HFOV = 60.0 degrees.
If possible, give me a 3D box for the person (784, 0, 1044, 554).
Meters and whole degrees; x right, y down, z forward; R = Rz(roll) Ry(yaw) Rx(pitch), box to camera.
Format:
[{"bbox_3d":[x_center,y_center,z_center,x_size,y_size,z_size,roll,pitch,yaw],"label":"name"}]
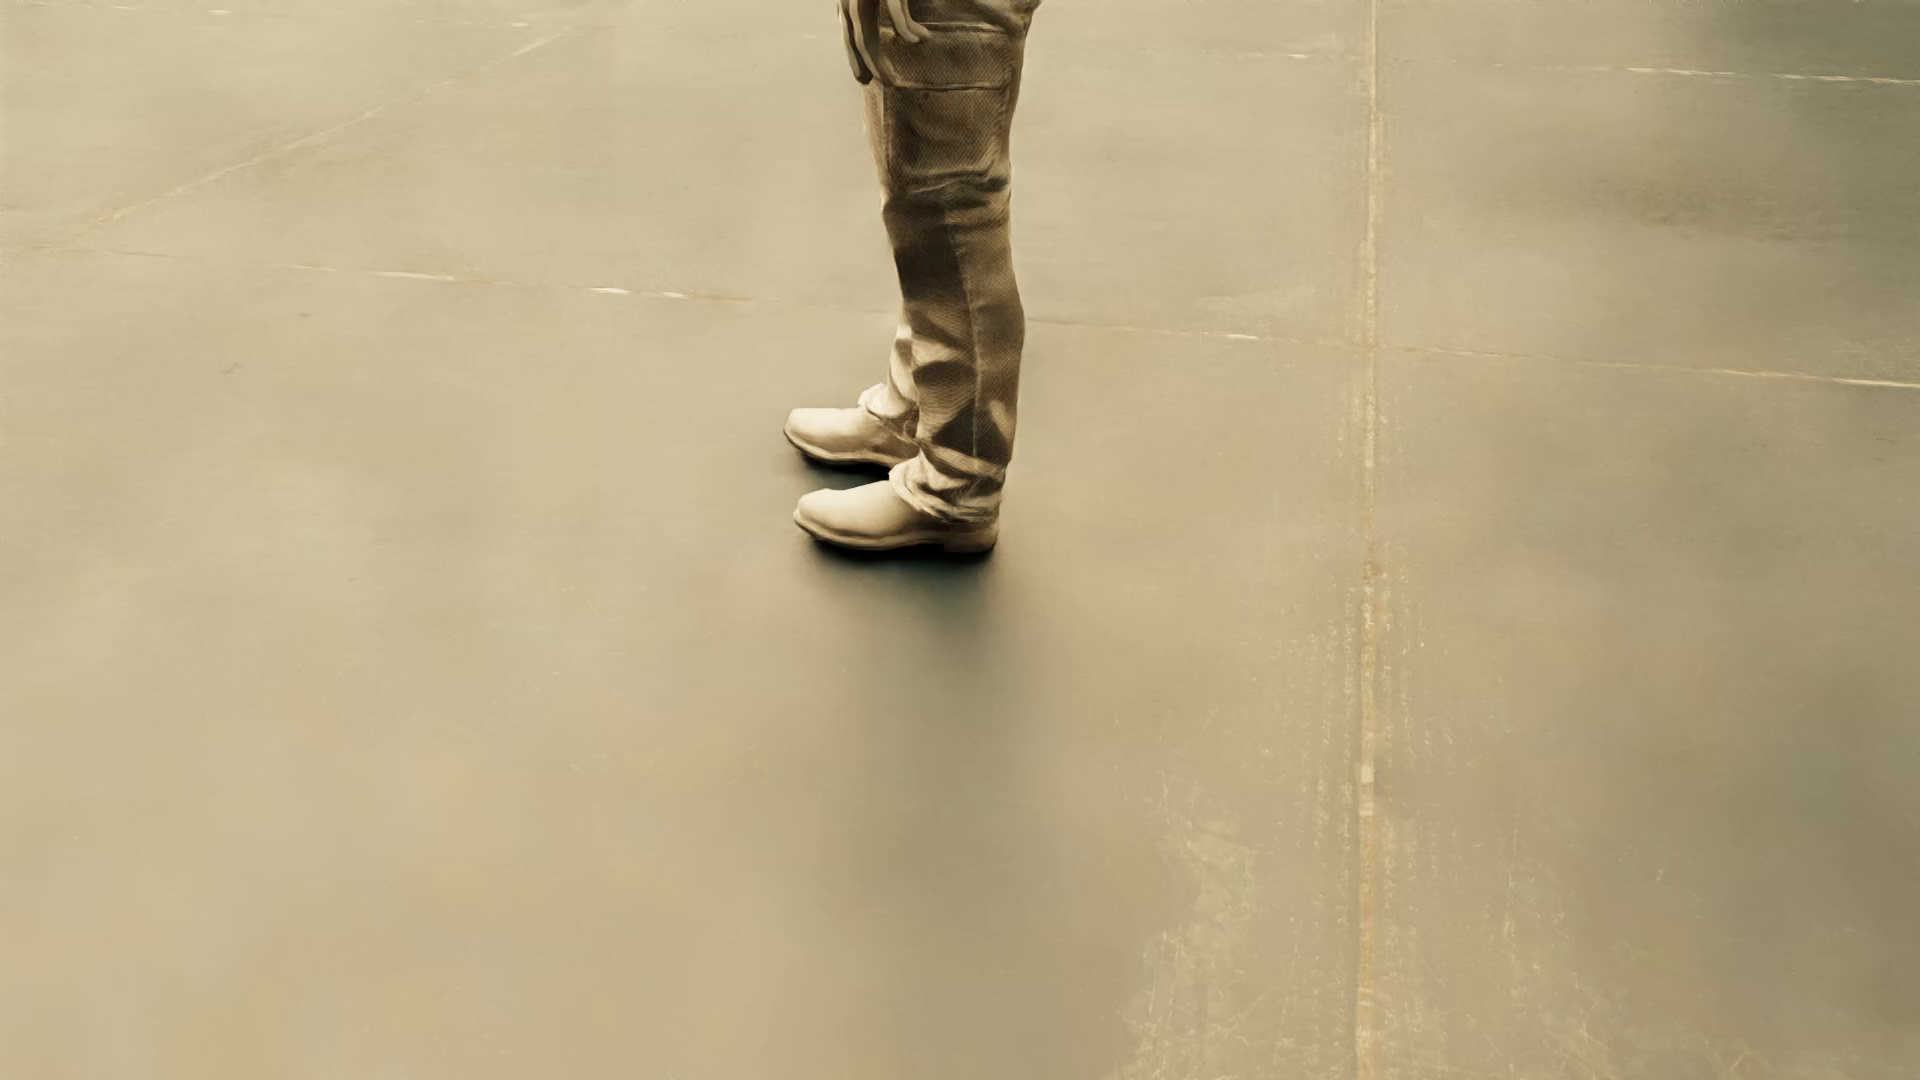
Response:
[{"bbox_3d":[-0.069,-0.813,2.116,0.576,1.782,0.655,6,27,11],"label":"person"}]
